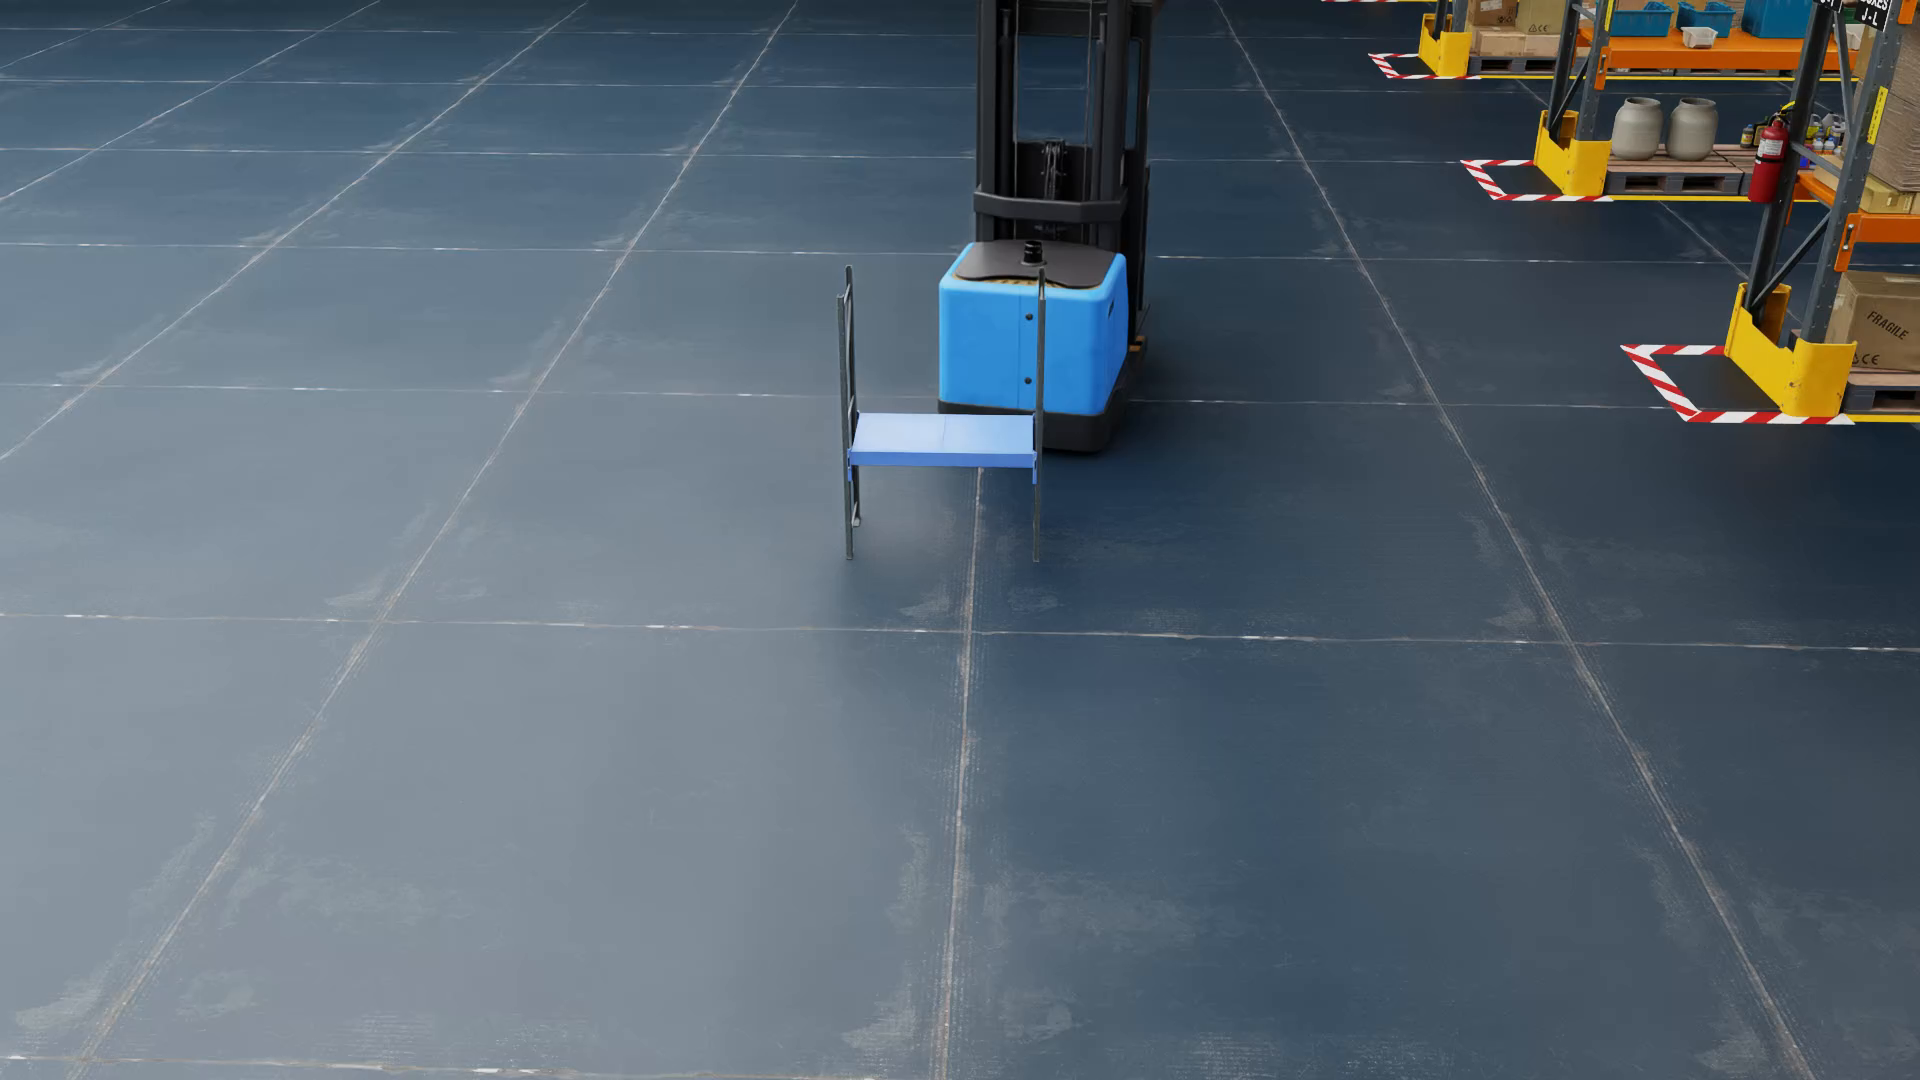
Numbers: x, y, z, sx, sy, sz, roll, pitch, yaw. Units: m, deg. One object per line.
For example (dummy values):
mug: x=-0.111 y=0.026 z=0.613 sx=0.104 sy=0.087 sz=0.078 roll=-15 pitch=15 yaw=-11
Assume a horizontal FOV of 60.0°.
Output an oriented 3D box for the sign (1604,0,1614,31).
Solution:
sign: x=5.619 y=-4.577 z=14.386 sx=0.005 sy=0.325 sz=0.100 roll=1 pitch=28 yaw=2

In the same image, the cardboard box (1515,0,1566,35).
cardboard box: x=6.849 y=-6.212 z=19.453 sx=0.500 sy=0.500 sz=0.500 roll=1 pitch=28 yaw=2

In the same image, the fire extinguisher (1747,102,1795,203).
fire extinguisher: x=5.370 y=-2.577 z=10.992 sx=0.183 sy=0.674 sz=0.296 roll=1 pitch=28 yaw=2

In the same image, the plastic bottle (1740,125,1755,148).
plastic bottle: x=7.493 y=-3.845 z=15.819 sx=0.097 sy=0.201 sz=0.097 roll=0 pitch=28 yaw=0

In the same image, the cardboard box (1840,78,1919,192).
cardboard box: x=6.016 y=-2.548 z=10.429 sx=0.500 sy=0.500 sz=0.875 roll=1 pitch=28 yaw=2

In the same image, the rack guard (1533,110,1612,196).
rack guard: x=5.720 y=-3.629 z=15.561 sx=0.348 sy=0.500 sz=1.175 roll=1 pitch=28 yaw=2

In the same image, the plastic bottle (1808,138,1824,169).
plastic bottle: x=7.786 y=-3.520 z=15.130 sx=0.097 sy=0.271 sz=0.097 roll=0 pitch=28 yaw=0

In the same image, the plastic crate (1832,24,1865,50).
plastic crate: x=8.008 y=-4.438 z=14.701 sx=0.437 sy=0.136 sz=0.530 roll=1 pitch=28 yaw=2

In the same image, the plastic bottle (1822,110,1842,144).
plastic bottle: x=8.234 y=-3.888 z=15.740 sx=0.185 sy=0.351 sz=0.144 roll=1 pitch=28 yaw=1

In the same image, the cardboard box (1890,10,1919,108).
cardboard box: x=6.008 y=-2.875 z=9.978 sx=0.500 sy=0.500 sz=0.500 roll=1 pitch=28 yaw=2

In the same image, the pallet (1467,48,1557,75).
pallet: x=6.587 y=-5.806 z=19.977 sx=1.213 sy=0.211 sz=1.003 roll=1 pitch=28 yaw=2

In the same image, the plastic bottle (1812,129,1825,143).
plastic bottle: x=8.088 y=-3.768 z=15.673 sx=0.097 sy=0.201 sz=0.097 roll=0 pitch=28 yaw=0

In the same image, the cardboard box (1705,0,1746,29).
cardboard box: x=8.848 y=-6.186 z=19.403 sx=0.500 sy=0.500 sz=0.500 roll=1 pitch=28 yaw=2

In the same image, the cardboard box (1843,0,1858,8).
cardboard box: x=10.754 y=-6.305 z=19.830 sx=0.500 sy=0.311 sz=0.500 roll=2 pitch=28 yaw=3

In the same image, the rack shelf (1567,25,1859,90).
rack shelf: x=7.641 y=-4.361 z=15.043 sx=4.000 sy=0.370 sz=1.077 roll=1 pitch=28 yaw=2

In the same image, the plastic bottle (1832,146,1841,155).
plastic bottle: x=7.985 y=-3.486 z=15.141 sx=0.097 sy=0.201 sz=0.097 roll=0 pitch=28 yaw=0

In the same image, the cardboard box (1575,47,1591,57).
cardboard box: x=7.349 y=-5.873 z=19.615 sx=0.500 sy=0.250 sz=0.500 roll=1 pitch=28 yaw=2

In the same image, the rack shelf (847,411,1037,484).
rack shelf: x=-0.085 y=-0.505 z=8.986 sx=1.000 sy=0.185 sz=0.538 roll=1 pitch=28 yaw=2

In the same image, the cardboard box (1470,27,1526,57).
cardboard box: x=6.349 y=-5.889 z=19.643 sx=0.500 sy=0.250 sz=0.500 roll=1 pitch=28 yaw=2

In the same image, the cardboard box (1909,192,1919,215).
cardboard box: x=5.993 y=-2.154 z=10.378 sx=0.250 sy=0.149 sz=0.380 roll=1 pitch=28 yaw=2

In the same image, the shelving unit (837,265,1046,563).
shelving unit: x=-0.085 y=-0.664 z=8.901 sx=1.048 sy=1.500 sz=0.538 roll=1 pitch=28 yaw=2

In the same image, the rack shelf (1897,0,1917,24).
rack shelf: x=7.466 y=-3.368 z=9.967 sx=4.000 sy=0.370 sz=1.077 roll=1 pitch=28 yaw=2

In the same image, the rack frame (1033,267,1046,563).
rack frame: x=0.423 y=-0.656 z=8.886 sx=0.032 sy=1.500 sz=0.500 roll=1 pitch=28 yaw=2

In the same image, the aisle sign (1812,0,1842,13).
aisle sign: x=5.416 y=-3.684 z=10.221 sx=0.004 sy=0.787 sz=0.394 roll=1 pitch=28 yaw=2

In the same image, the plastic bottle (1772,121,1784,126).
plastic bottle: x=7.744 y=-3.861 z=15.770 sx=0.135 sy=0.276 sz=0.152 roll=1 pitch=28 yaw=2

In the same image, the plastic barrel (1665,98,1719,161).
plastic barrel: x=6.804 y=-3.815 z=15.452 sx=0.421 sy=0.512 sz=0.421 roll=0 pitch=28 yaw=0

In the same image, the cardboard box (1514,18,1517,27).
cardboard box: x=6.868 y=-6.128 z=20.095 sx=0.500 sy=0.250 sz=0.500 roll=1 pitch=28 yaw=2

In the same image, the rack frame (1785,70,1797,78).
rack frame: x=9.819 y=-6.965 z=19.186 sx=0.127 sy=3.000 sz=1.000 roll=1 pitch=28 yaw=2

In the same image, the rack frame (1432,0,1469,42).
rack frame: x=5.821 y=-7.031 z=19.310 sx=0.127 sy=3.000 sz=1.000 roll=1 pitch=28 yaw=2

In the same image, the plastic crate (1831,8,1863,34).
plastic crate: x=8.293 y=-4.707 z=15.153 sx=0.662 sy=0.188 sz=0.450 roll=1 pitch=28 yaw=2

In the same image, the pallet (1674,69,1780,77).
pallet: x=9.025 y=-5.765 z=19.901 sx=1.213 sy=0.211 sz=1.003 roll=1 pitch=28 yaw=2

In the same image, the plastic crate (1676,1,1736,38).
plastic crate: x=6.802 y=-4.765 z=15.195 sx=0.408 sy=0.251 sz=0.499 roll=1 pitch=28 yaw=2

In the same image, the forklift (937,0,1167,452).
forklift: x=0.699 y=-2.503 z=10.842 sx=1.130 sy=2.935 sz=3.031 roll=6 pitch=29 yaw=12

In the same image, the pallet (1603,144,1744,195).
pallet: x=6.532 y=-3.485 z=15.599 sx=1.213 sy=0.211 sz=1.003 roll=1 pitch=28 yaw=2

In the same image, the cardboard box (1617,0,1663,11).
cardboard box: x=7.848 y=-6.194 z=19.418 sx=0.500 sy=0.500 sz=0.500 roll=1 pitch=28 yaw=2
